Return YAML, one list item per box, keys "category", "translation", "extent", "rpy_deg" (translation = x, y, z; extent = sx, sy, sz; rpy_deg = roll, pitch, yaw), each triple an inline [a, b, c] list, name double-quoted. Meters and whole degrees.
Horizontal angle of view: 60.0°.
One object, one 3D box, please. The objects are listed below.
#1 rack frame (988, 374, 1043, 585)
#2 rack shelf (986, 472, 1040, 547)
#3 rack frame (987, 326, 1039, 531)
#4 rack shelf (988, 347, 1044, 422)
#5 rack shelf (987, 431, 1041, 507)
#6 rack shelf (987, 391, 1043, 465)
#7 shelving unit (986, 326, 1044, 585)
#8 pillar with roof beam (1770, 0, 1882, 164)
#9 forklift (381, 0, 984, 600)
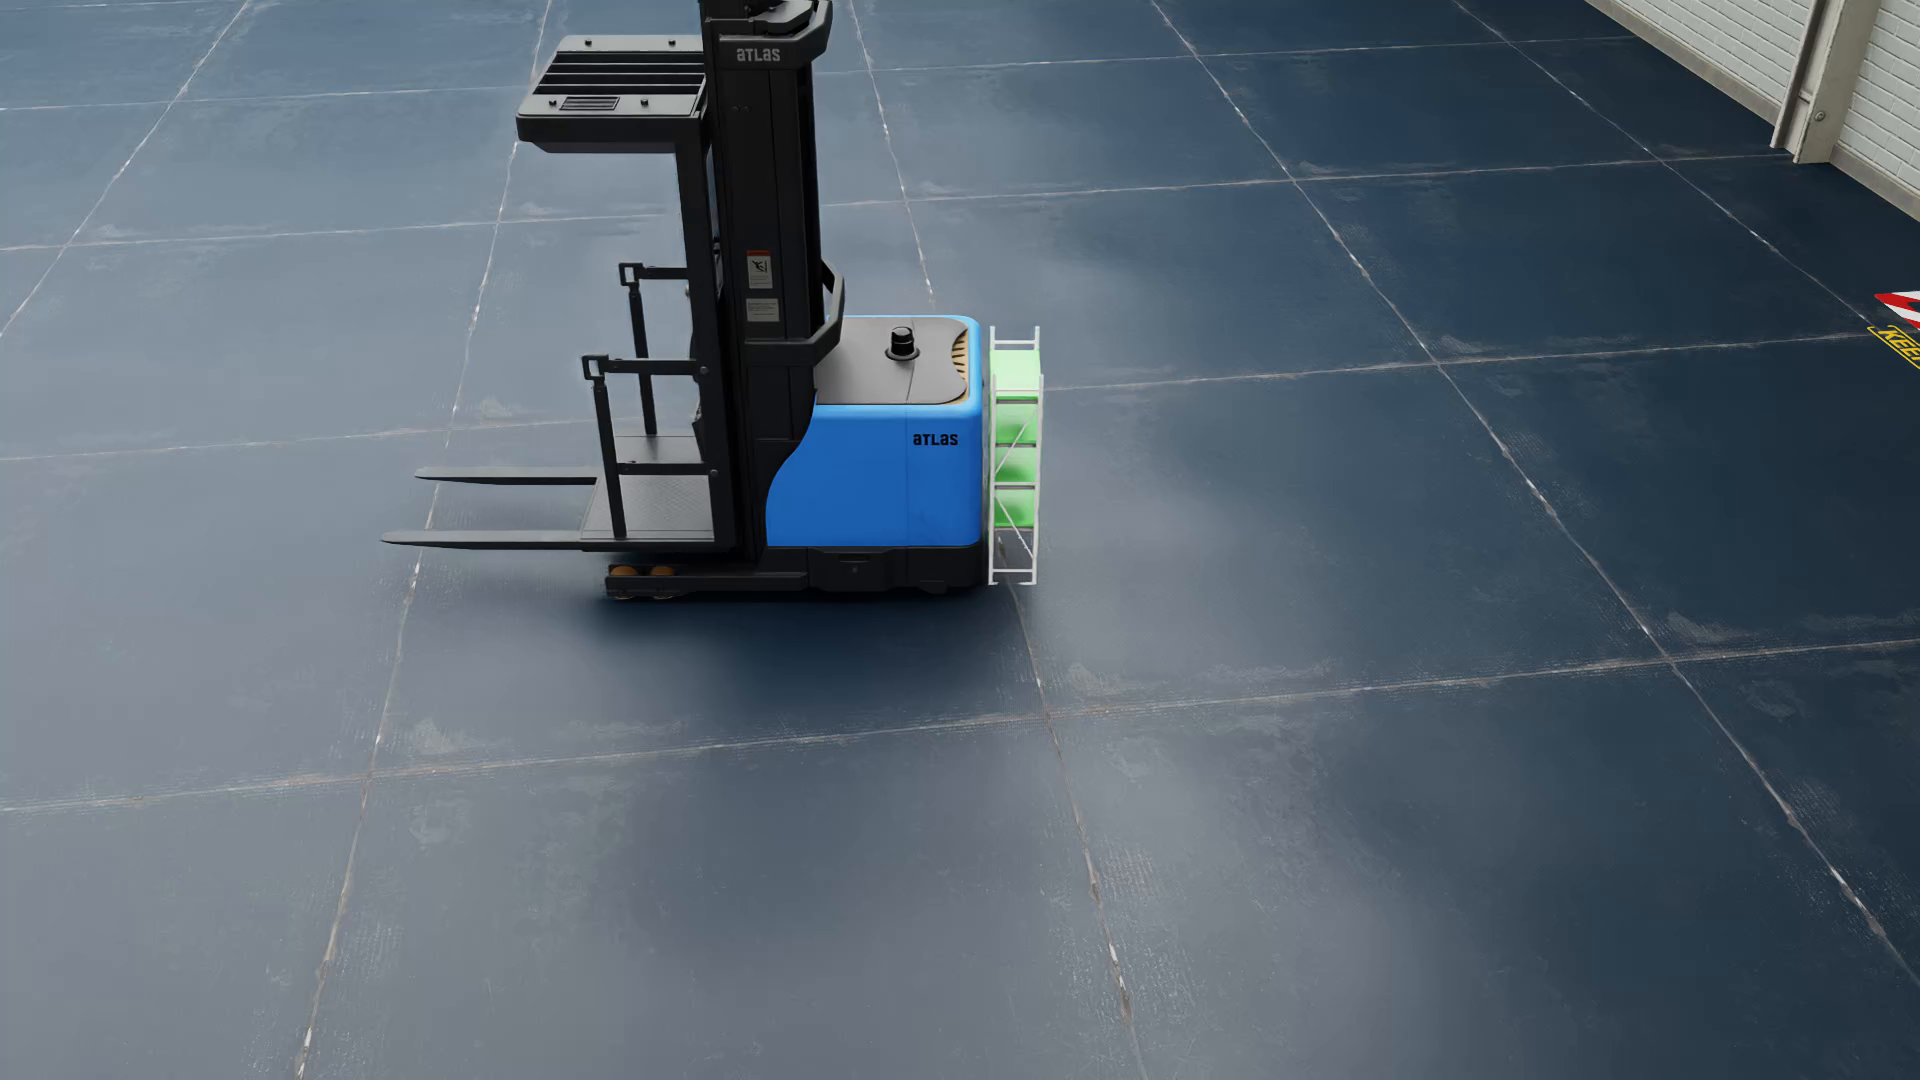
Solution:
- category: "rack frame"
  translation: [0.266, -0.273, 8.084]
  extent: [0.240, 1.200, 0.015]
  rpy_deg: [0, 34, 0]
- category: "rack shelf"
  translation: [0.266, -0.159, 8.457]
  extent: [0.258, 0.148, 0.480]
  rpy_deg: [0, 34, 0]
- category: "rack frame"
  translation: [0.267, -0.548, 8.488]
  extent: [0.240, 1.200, 0.015]
  rpy_deg: [0, 34, 0]
- category: "rack shelf"
  translation: [0.268, -0.754, 8.052]
  extent: [0.258, 0.148, 0.480]
  rpy_deg: [0, 34, 0]
- category: "rack shelf"
  translation: [0.266, -0.358, 8.322]
  extent: [0.258, 0.148, 0.480]
  rpy_deg: [0, 34, 0]
- category: "rack shelf"
  translation: [0.267, -0.556, 8.187]
  extent: [0.258, 0.148, 0.480]
  rpy_deg: [0, 34, 0]
- category: "shelving unit"
  translation: [0.267, -0.410, 8.286]
  extent: [0.258, 1.200, 0.503]
  rpy_deg: [0, 34, 0]
- category: "pillar with roof beam"
  translation: [2.449, -6.480, 10.268]
  extent: [9.100, 9.000, 0.400]
  rpy_deg: [-4, 35, -6]
- category: "forklift"
  translation: [-1.397, -1.212, 7.926]
  extent: [3.031, 2.935, 1.130]
  rpy_deg: [0, 34, 0]
